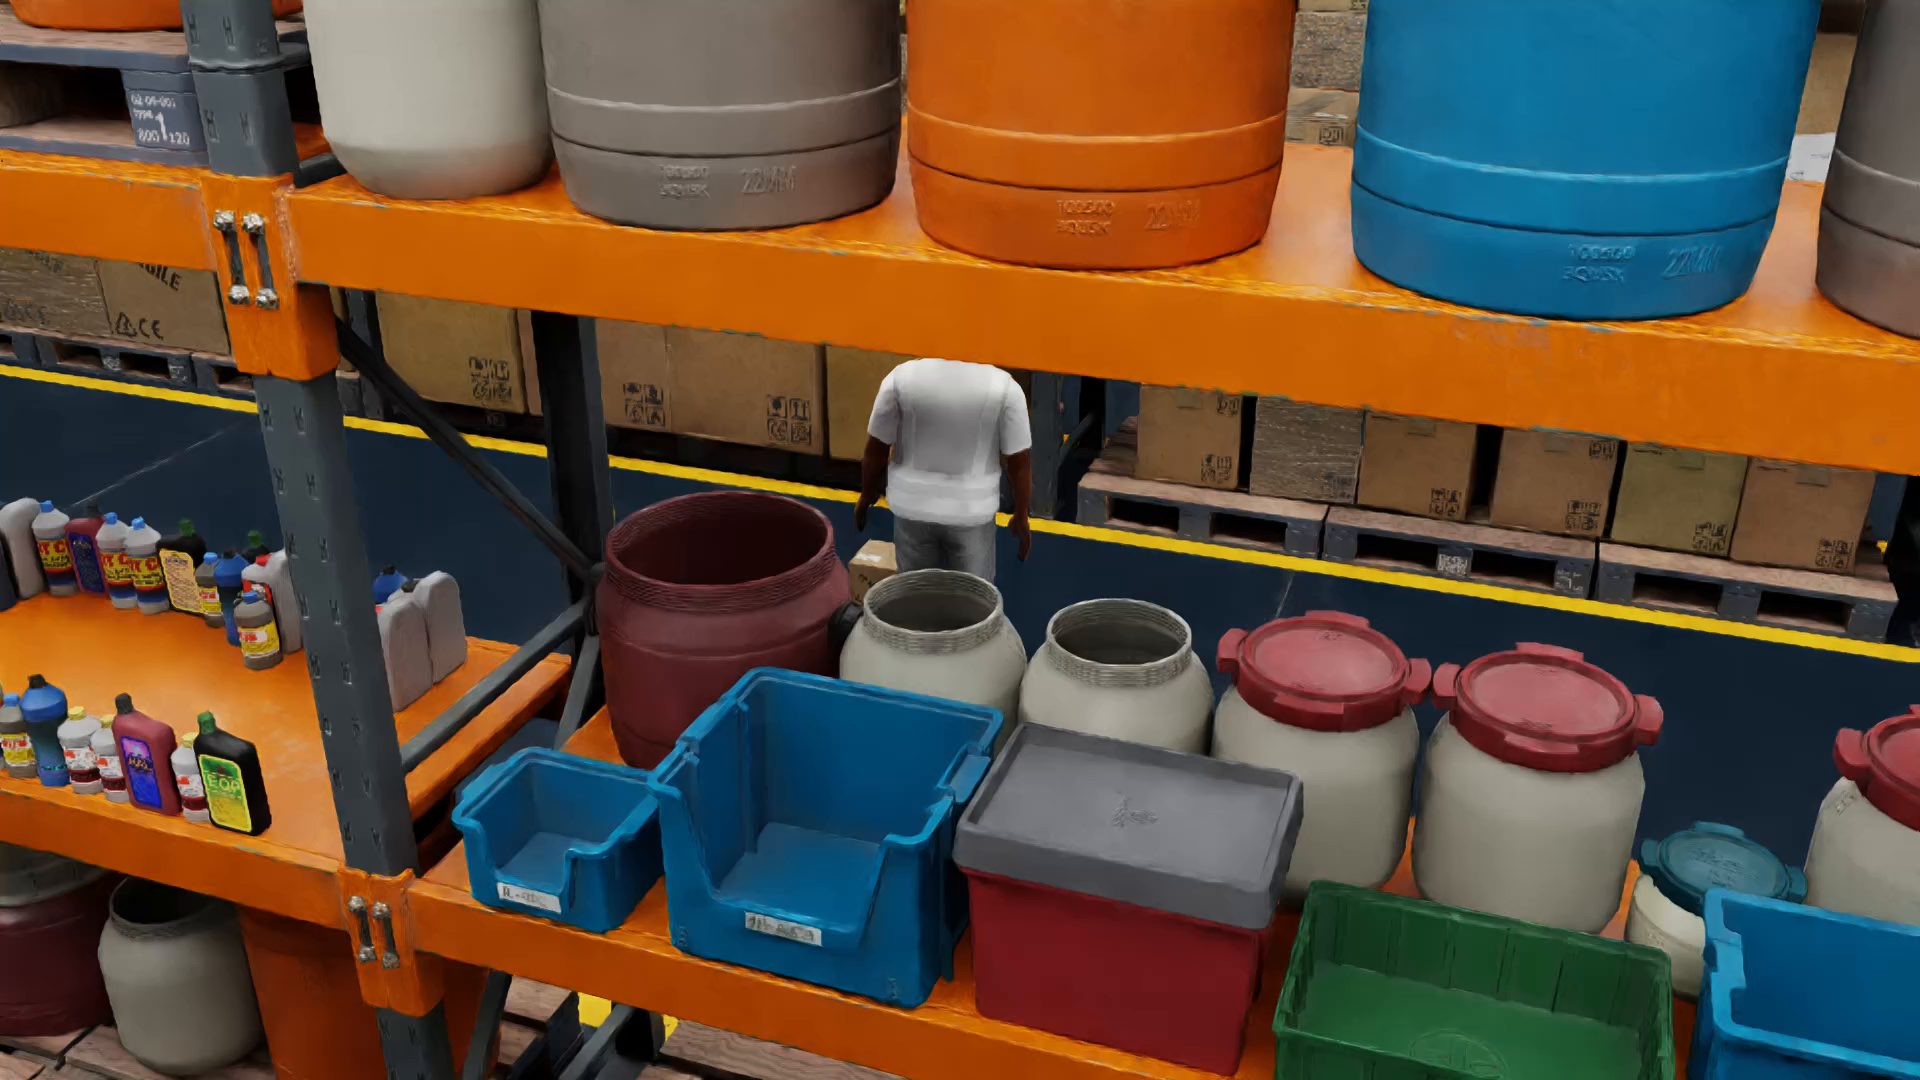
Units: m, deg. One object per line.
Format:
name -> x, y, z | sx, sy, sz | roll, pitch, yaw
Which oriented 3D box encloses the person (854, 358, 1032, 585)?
person -> -0.066, -0.126, 6.290 | 0.688, 1.769, 0.444 | 3, 26, 6
